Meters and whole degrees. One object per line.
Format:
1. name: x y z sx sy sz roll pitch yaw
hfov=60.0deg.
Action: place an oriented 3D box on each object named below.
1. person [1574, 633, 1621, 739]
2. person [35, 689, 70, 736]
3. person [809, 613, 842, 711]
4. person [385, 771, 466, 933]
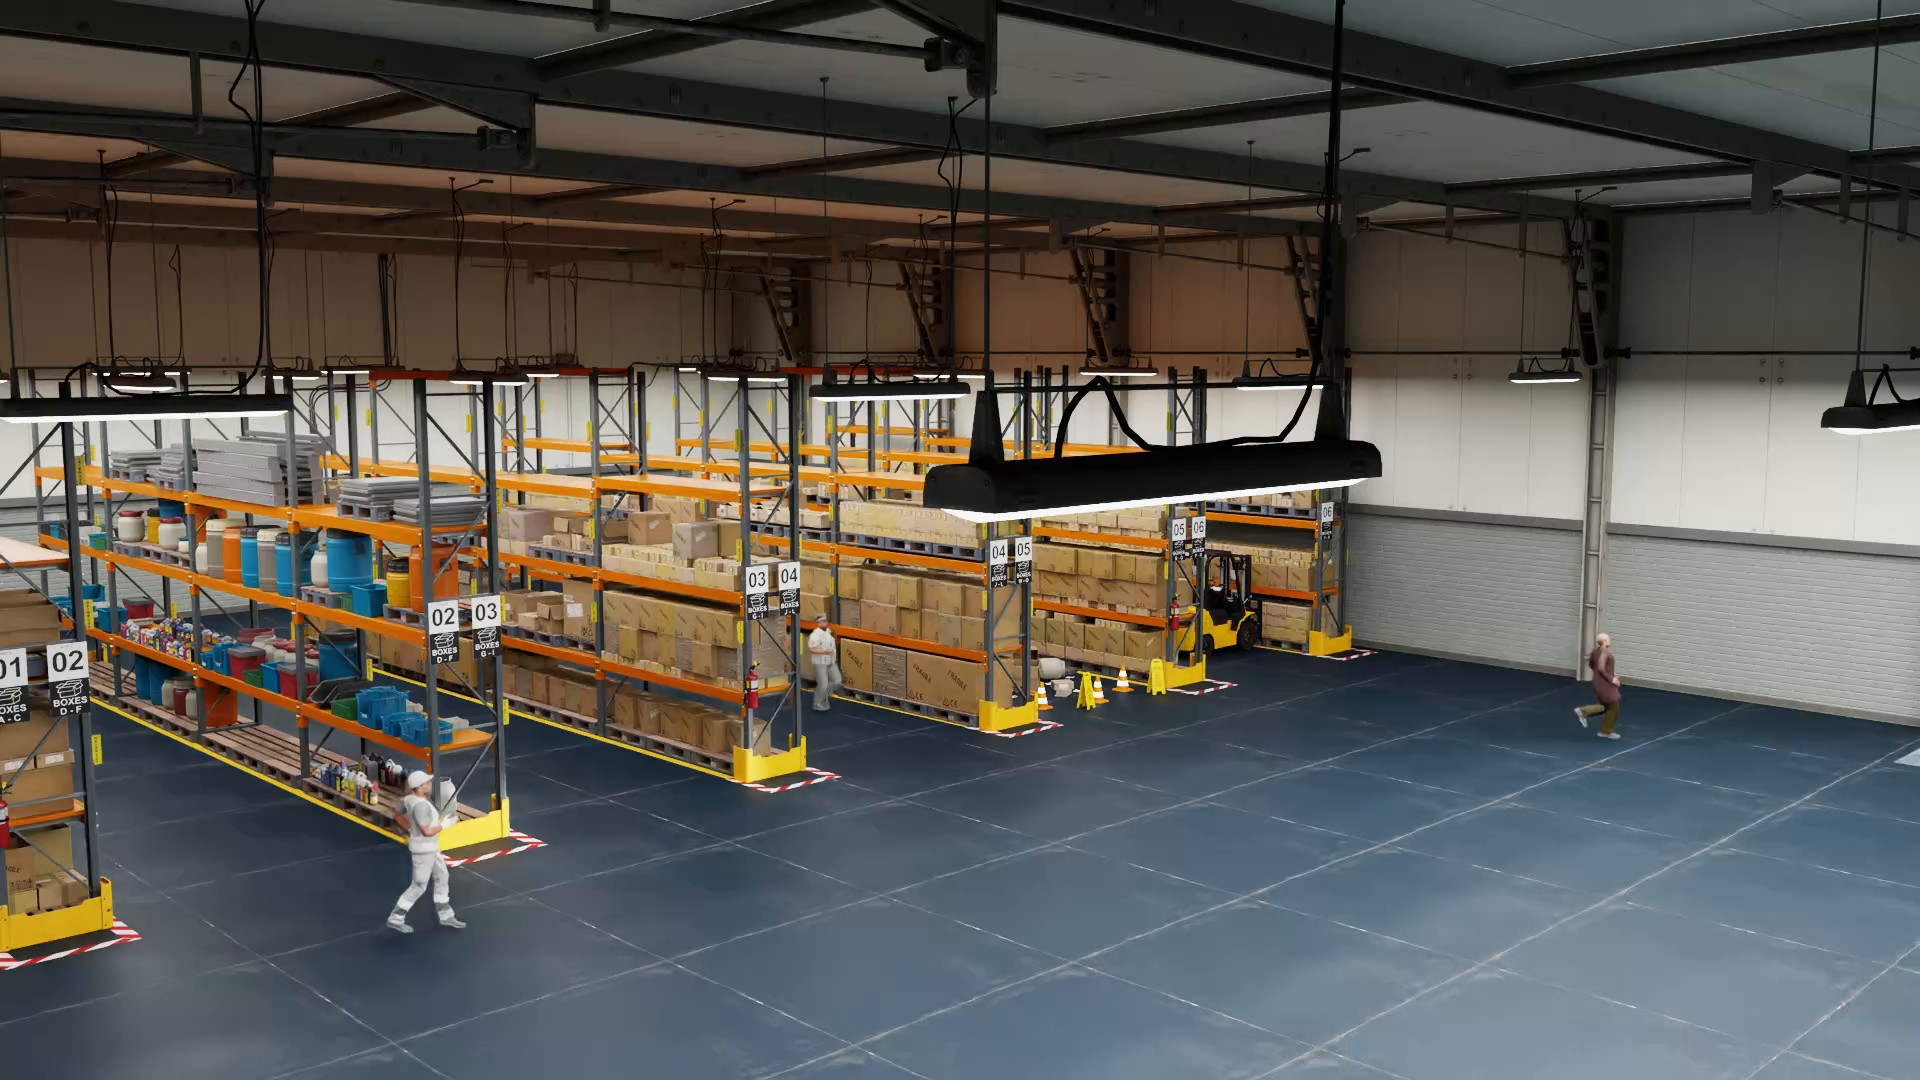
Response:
1. person: 10.519 2.399 27.322 0.738 1.746 0.712 1 6 6
2. person: -14.087 2.634 25.792 0.711 1.692 0.613 6 9 42
3. person: -2.343 2.161 29.297 0.620 1.759 0.648 5 8 38
4. person: -5.809 3.390 18.013 0.843 1.821 0.636 -2 7 -20
